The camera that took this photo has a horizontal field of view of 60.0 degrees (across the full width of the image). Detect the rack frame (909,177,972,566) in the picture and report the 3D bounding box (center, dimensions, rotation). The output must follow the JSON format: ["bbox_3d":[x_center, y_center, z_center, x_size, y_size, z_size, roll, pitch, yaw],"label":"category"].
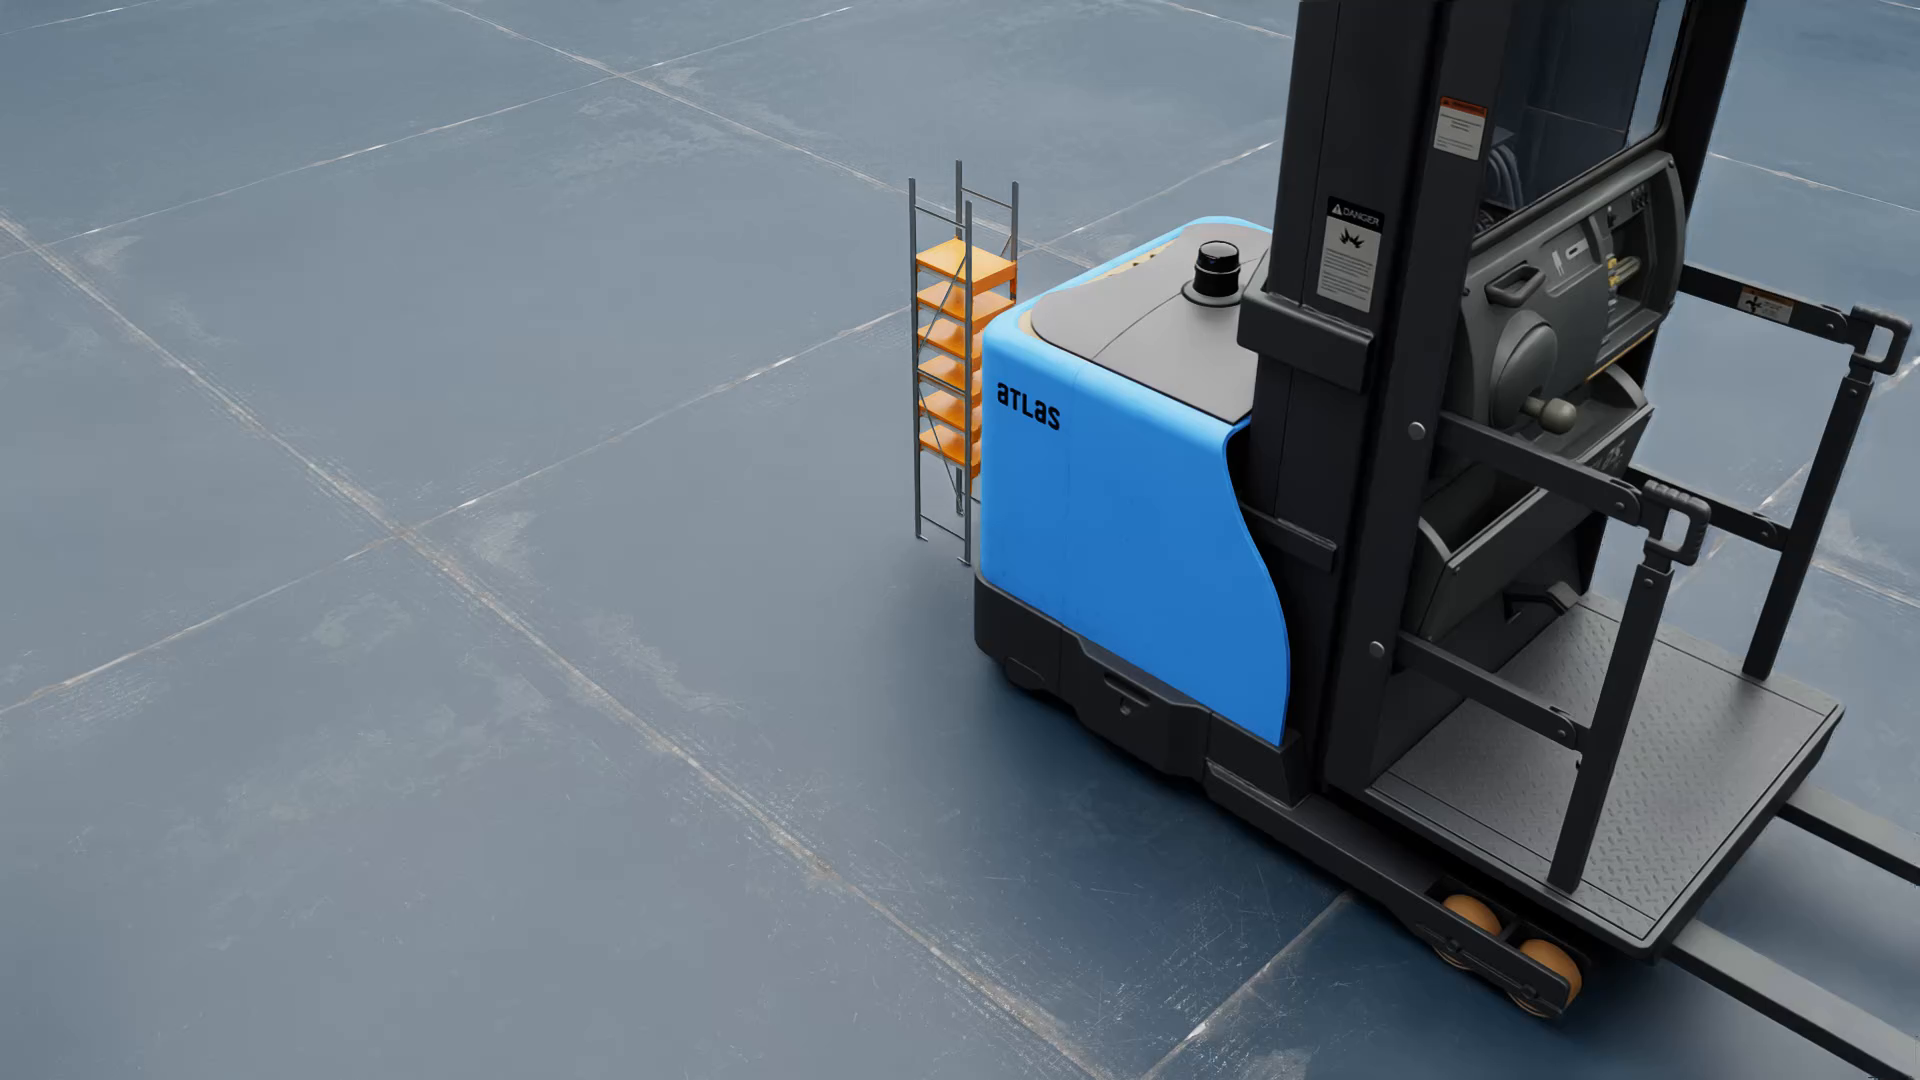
[{"bbox_3d":[-0.054,-0.461,4.862,0.240,1.200,0.006,30,45,35],"label":"rack frame"}]

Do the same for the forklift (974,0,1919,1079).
[{"bbox_3d":[1.446,-0.477,3.371,3.031,2.935,1.130,29,44,35],"label":"forklift"}]

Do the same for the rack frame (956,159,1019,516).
[{"bbox_3d":[0.075,-0.535,4.968,0.240,1.200,0.006,30,45,35],"label":"rack frame"}]

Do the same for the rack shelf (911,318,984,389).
[{"bbox_3d":[0.010,-0.560,4.872,0.258,0.103,0.180,30,45,35],"label":"rack shelf"}]

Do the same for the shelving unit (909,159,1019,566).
[{"bbox_3d":[0.010,-0.498,4.915,0.258,1.200,0.189,30,45,35],"label":"shelving unit"}]

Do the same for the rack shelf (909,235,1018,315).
[{"bbox_3d":[0.010,-0.757,4.735,0.258,0.103,0.180,30,45,35],"label":"rack shelf"}]

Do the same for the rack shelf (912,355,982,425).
[{"bbox_3d":[0.010,-0.462,4.941,0.258,0.103,0.180,30,45,35],"label":"rack shelf"}]

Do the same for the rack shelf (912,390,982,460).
[{"bbox_3d":[0.010,-0.363,5.009,0.258,0.103,0.180,30,45,35],"label":"rack shelf"}]

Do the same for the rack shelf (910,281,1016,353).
[{"bbox_3d":[0.010,-0.658,4.803,0.258,0.103,0.180,30,45,35],"label":"rack shelf"}]

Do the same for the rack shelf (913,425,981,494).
[{"bbox_3d":[0.010,-0.265,5.078,0.258,0.103,0.180,30,45,35],"label":"rack shelf"}]
